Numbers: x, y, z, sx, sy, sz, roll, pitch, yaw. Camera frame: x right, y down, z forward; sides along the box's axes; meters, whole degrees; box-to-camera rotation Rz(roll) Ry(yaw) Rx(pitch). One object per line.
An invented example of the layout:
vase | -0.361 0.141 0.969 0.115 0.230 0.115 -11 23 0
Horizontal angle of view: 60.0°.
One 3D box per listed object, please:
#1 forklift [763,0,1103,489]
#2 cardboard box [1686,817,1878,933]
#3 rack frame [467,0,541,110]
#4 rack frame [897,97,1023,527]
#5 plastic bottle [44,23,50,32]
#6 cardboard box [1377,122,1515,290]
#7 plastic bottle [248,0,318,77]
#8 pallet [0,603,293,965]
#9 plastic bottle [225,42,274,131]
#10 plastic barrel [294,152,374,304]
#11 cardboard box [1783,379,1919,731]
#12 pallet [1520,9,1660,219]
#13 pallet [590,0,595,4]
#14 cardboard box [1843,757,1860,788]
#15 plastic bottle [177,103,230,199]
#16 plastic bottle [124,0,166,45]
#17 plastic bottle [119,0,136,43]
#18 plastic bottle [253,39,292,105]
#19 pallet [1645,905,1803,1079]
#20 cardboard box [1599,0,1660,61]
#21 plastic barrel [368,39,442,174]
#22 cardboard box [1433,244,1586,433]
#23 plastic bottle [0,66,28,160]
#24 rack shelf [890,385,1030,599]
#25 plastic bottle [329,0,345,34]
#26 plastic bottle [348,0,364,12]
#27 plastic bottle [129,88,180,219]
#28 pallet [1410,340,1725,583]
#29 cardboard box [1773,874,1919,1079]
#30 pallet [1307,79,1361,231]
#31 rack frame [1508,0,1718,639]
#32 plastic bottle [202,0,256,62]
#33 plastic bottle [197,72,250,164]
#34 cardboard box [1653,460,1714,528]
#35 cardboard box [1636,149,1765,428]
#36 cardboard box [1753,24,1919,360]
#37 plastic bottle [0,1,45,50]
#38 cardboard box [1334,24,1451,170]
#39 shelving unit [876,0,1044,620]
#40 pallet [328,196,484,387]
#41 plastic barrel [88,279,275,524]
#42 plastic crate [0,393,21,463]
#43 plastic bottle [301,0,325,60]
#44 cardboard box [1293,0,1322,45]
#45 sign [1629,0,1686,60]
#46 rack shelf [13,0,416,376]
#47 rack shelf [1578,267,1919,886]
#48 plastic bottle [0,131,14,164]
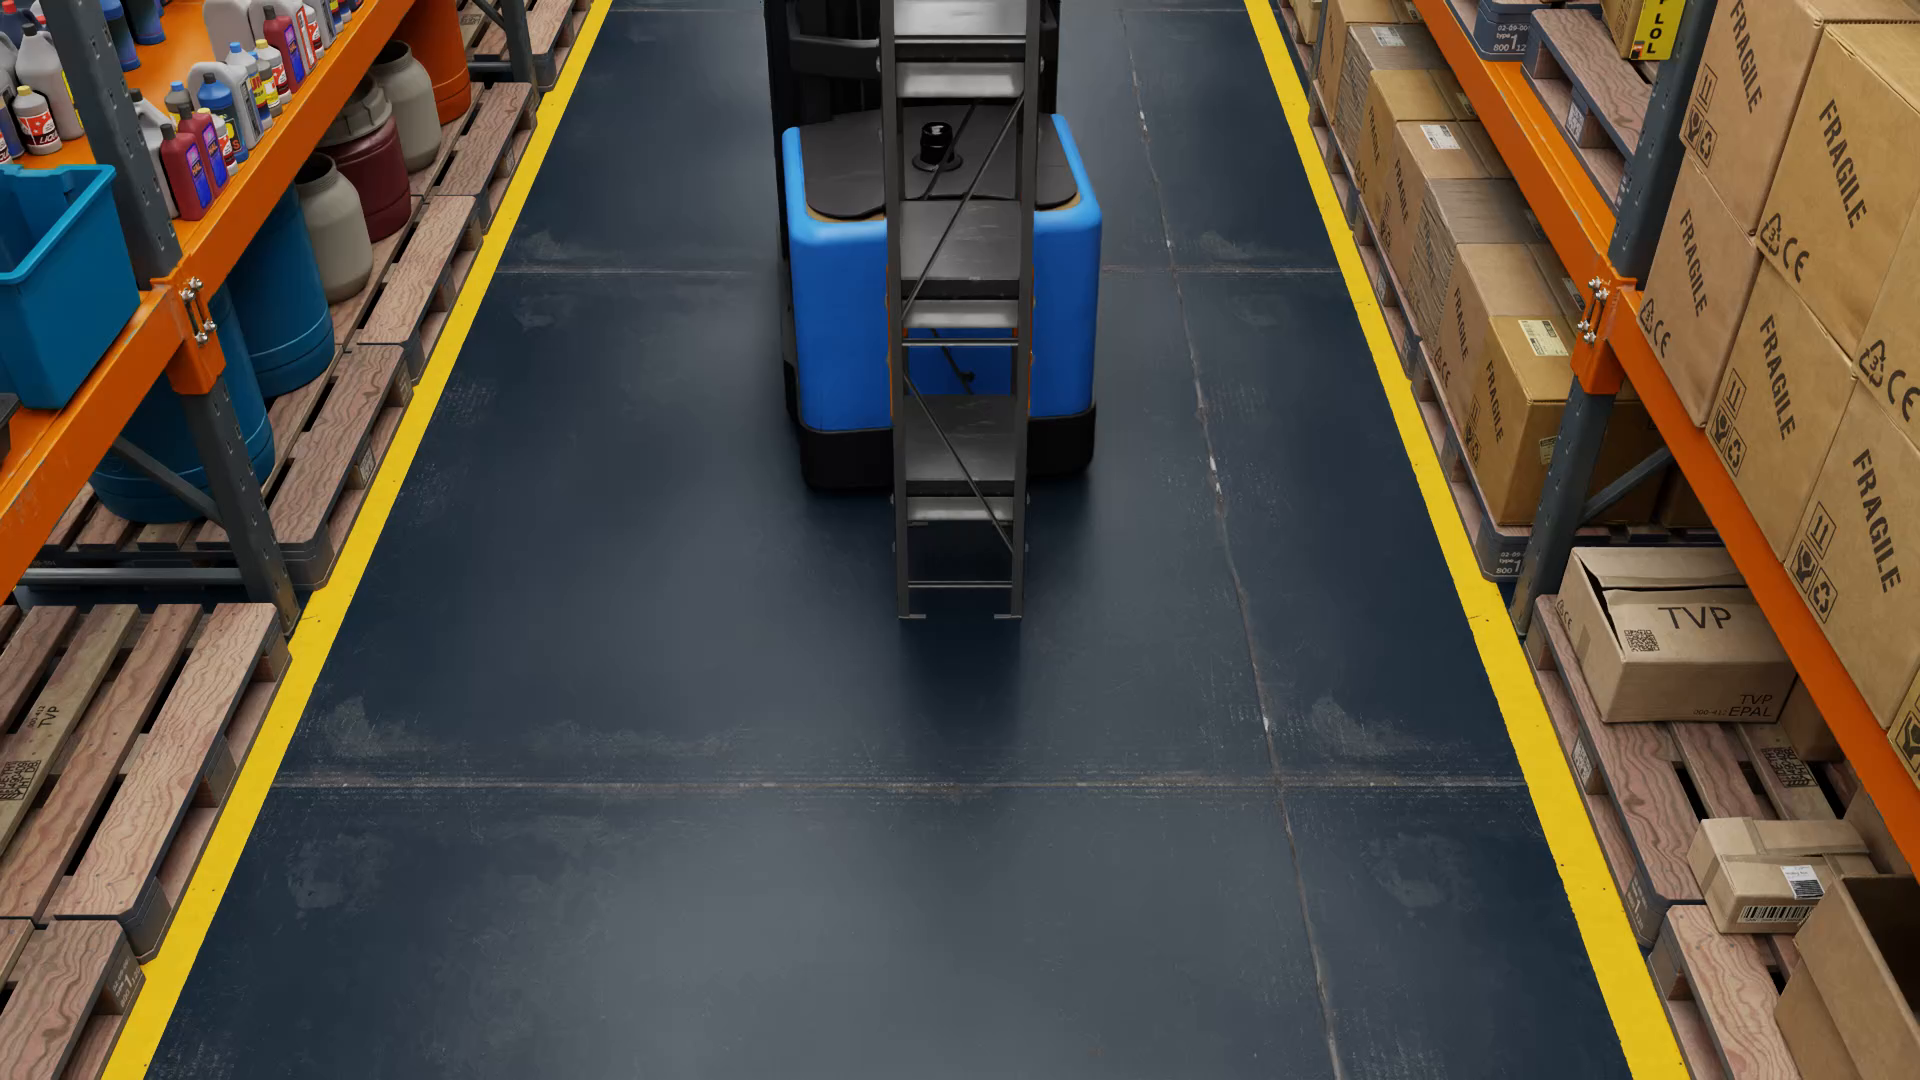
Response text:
forklift | -0.205 -2.239 6.200 1.130 2.935 3.031 -4 39 -5
cardboard box | 2.092 0.845 4.211 0.380 0.166 0.250 0 39 0
rack frame | -2.662 -3.393 7.585 1.000 3.000 0.127 0 39 0
rack frame | 0.000 -0.868 5.155 0.400 2.100 0.015 0 39 0
plastic bottle | -2.841 -1.563 5.341 0.144 0.351 0.185 0 39 0
cardboard box | 2.014 -1.338 6.668 0.500 0.500 0.500 -1 39 -2
plastic bottle | -2.278 -1.712 5.587 0.152 0.276 0.135 0 39 0
pallet | -2.617 0.656 4.762 1.003 0.211 1.213 0 39 0
plastic bottle | -2.250 -1.432 5.242 0.097 0.271 0.097 0 39 0
plastic barrel | -2.553 -1.221 6.528 0.421 0.512 0.421 0 39 0
cardboard box | 2.027 0.020 3.246 0.500 0.500 0.500 0 39 0
pallet | 2.405 -1.318 5.149 1.003 0.211 1.213 0 39 0
pallet | -2.622 -3.550 10.011 1.003 0.211 1.213 0 39 0
cardboard box | 2.641 0.639 4.482 0.380 0.149 0.250 0 39 0
plastic bottle | -2.231 -1.159 4.891 0.061 0.283 0.133 0 39 0
plastic bottle | -2.857 -1.872 5.791 0.097 0.271 0.097 0 39 0
plastic bottle | -2.982 -1.862 5.774 0.152 0.276 0.135 0 39 0
plastic bottle | -2.250 -1.527 5.415 0.097 0.201 0.097 0 39 0
pallet | 2.301 1.390 3.847 1.003 0.211 1.213 0 39 0
cardboard box | 2.455 -1.822 5.209 0.700 0.500 0.500 6 39 7
plastic barrel | -2.554 -1.927 7.410 0.421 0.512 0.421 0 39 0
cardboard box | 2.017 -0.707 5.880 0.500 0.500 0.500 0 39 0
plastic bottle | -2.981 -1.318 5.095 0.152 0.276 0.135 0 39 0
rack shelf | 0.000 -0.159 5.410 0.431 0.518 0.480 0 39 0
plastic bottle | -2.251 -1.928 5.860 0.097 0.271 0.097 0 39 0
plastic bottle | -2.274 -2.108 6.021 0.144 0.351 0.185 0 39 0
plastic bottle | -2.333 -1.118 4.786 0.144 0.351 0.185 0 39 0
pallet | 2.258 -0.313 5.972 1.003 0.211 1.213 0 39 0
cardboard box | 2.304 1.085 3.642 0.797 0.503 0.637 0 39 0
pallet | 2.255 -1.839 7.876 1.003 0.211 1.213 0 39 0
rack frame | 2.296 -0.893 4.465 1.000 3.000 0.127 0 39 0
plastic bottle | -2.430 -1.712 5.587 0.152 0.276 0.135 0 39 0
plastic bottle | -2.249 -1.287 5.061 0.097 0.271 0.097 0 39 0
cardboard box | 2.540 -0.392 5.487 0.500 0.500 0.500 -2 39 -2
cardboard box | 2.025 -0.613 4.036 0.500 0.500 0.500 1 39 1
cardboard box | 2.017 -0.704 3.351 0.500 0.500 0.500 -1 39 -1
plastic bottle | -2.985 -1.562 5.340 0.144 0.351 0.185 0 39 0
cardboard box | 2.013 -1.978 7.467 0.500 0.500 0.500 -1 39 -2
shelving unit | 0.000 -0.716 4.964 0.431 2.100 0.503 0 39 0
pallet | -2.620 -1.051 6.892 1.003 0.211 1.213 0 39 0
plastic barrel | -2.641 -0.577 5.413 0.600 0.901 0.708 0 39 0
plastic crate | -2.387 -0.108 3.658 0.437 0.125 0.590 0 39 0
plastic bottle | -2.250 -1.755 5.701 0.097 0.201 0.097 0 39 0
cardboard box | 2.047 -2.814 8.726 0.500 0.250 0.500 1 39 1
sign | 1.741 -1.342 4.100 0.100 0.325 0.005 0 39 0
rack shelf | -2.659 -1.861 6.249 1.077 0.370 4.000 0 39 0
rack shelf | 2.299 0.639 3.130 1.077 0.370 4.000 0 39 0
plastic bottle | -2.947 -1.216 5.028 0.097 0.201 0.097 0 39 0
